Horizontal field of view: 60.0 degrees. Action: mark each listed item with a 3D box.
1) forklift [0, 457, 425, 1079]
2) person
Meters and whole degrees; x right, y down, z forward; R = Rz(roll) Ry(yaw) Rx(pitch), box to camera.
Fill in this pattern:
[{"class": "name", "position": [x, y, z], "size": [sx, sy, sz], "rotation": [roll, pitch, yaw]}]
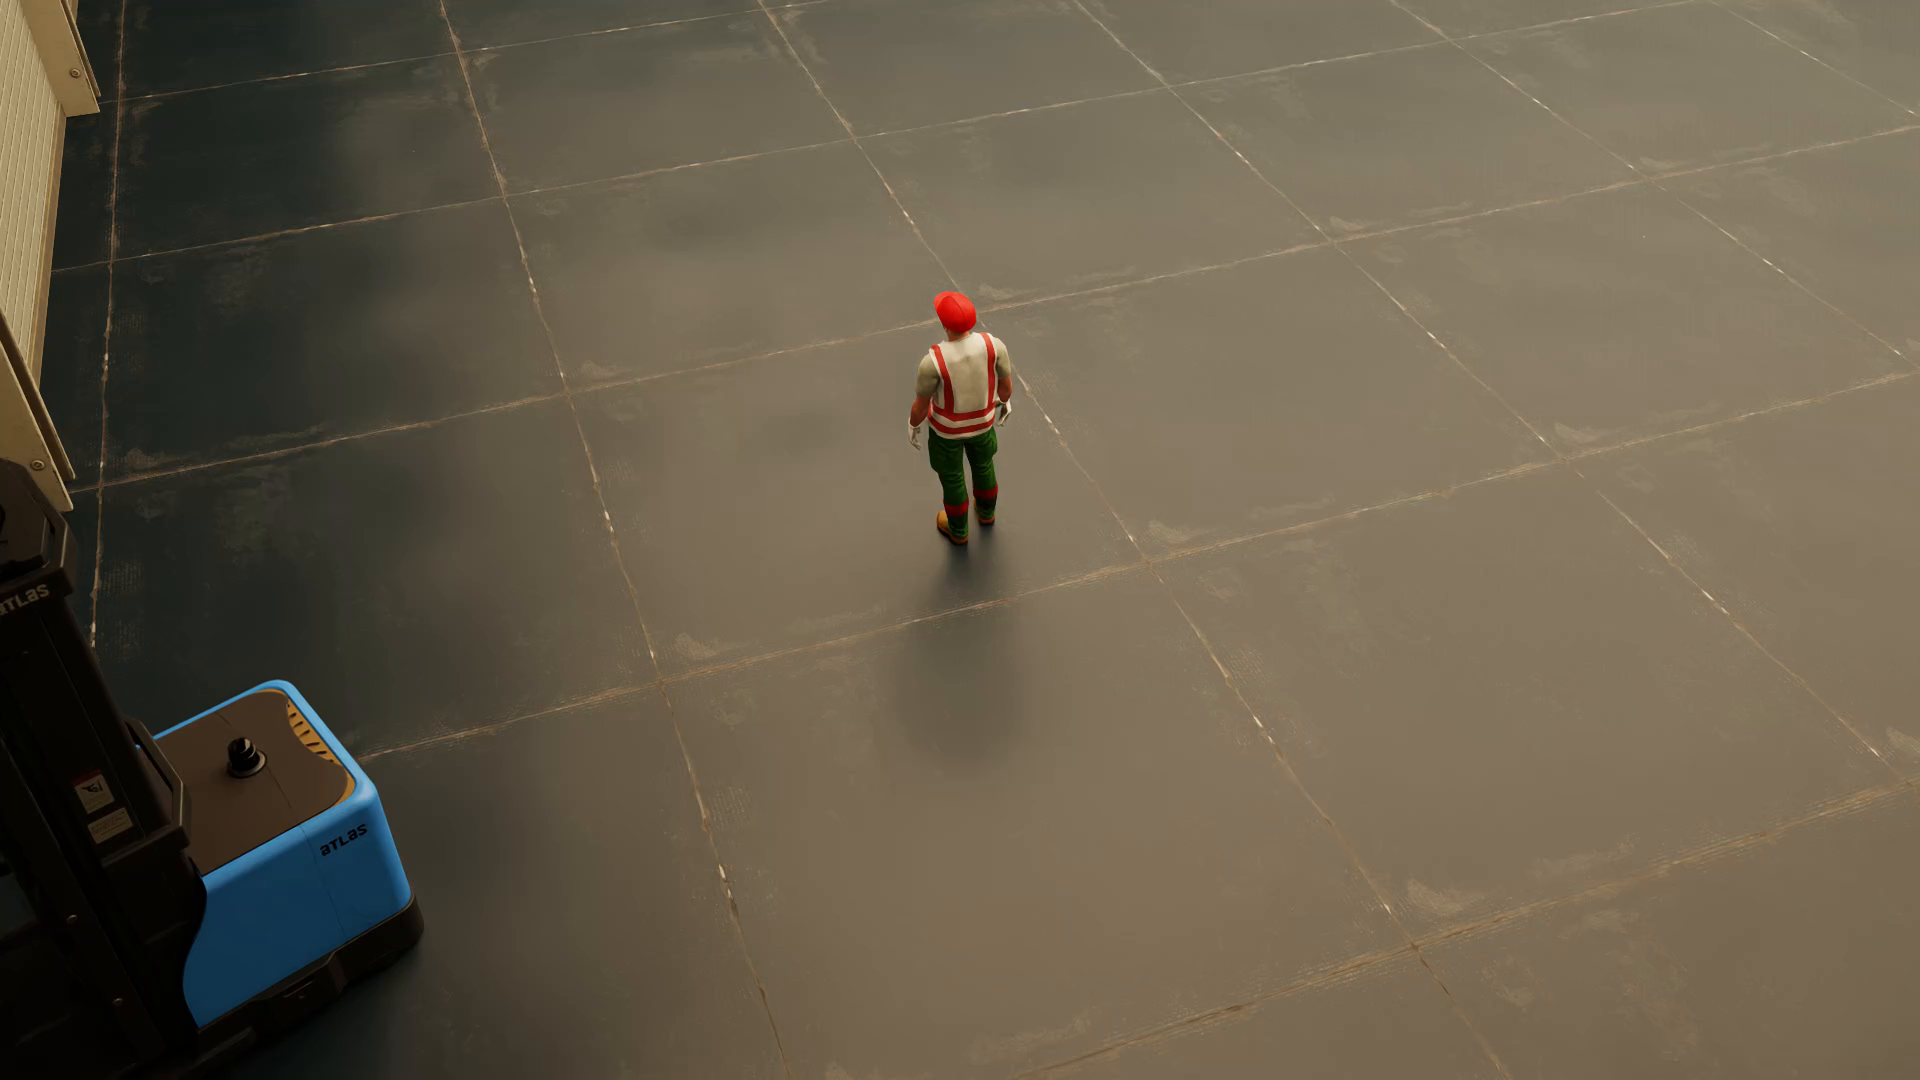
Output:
[{"class": "forklift", "position": [-3.999, 1.194, 6.575], "size": [3.031, 2.935, 1.130], "rotation": [-30, 48, -30]}, {"class": "person", "position": [-0.016, -0.742, 9.757], "size": [0.637, 1.790, 0.562], "rotation": [-13, 42, -15]}]
